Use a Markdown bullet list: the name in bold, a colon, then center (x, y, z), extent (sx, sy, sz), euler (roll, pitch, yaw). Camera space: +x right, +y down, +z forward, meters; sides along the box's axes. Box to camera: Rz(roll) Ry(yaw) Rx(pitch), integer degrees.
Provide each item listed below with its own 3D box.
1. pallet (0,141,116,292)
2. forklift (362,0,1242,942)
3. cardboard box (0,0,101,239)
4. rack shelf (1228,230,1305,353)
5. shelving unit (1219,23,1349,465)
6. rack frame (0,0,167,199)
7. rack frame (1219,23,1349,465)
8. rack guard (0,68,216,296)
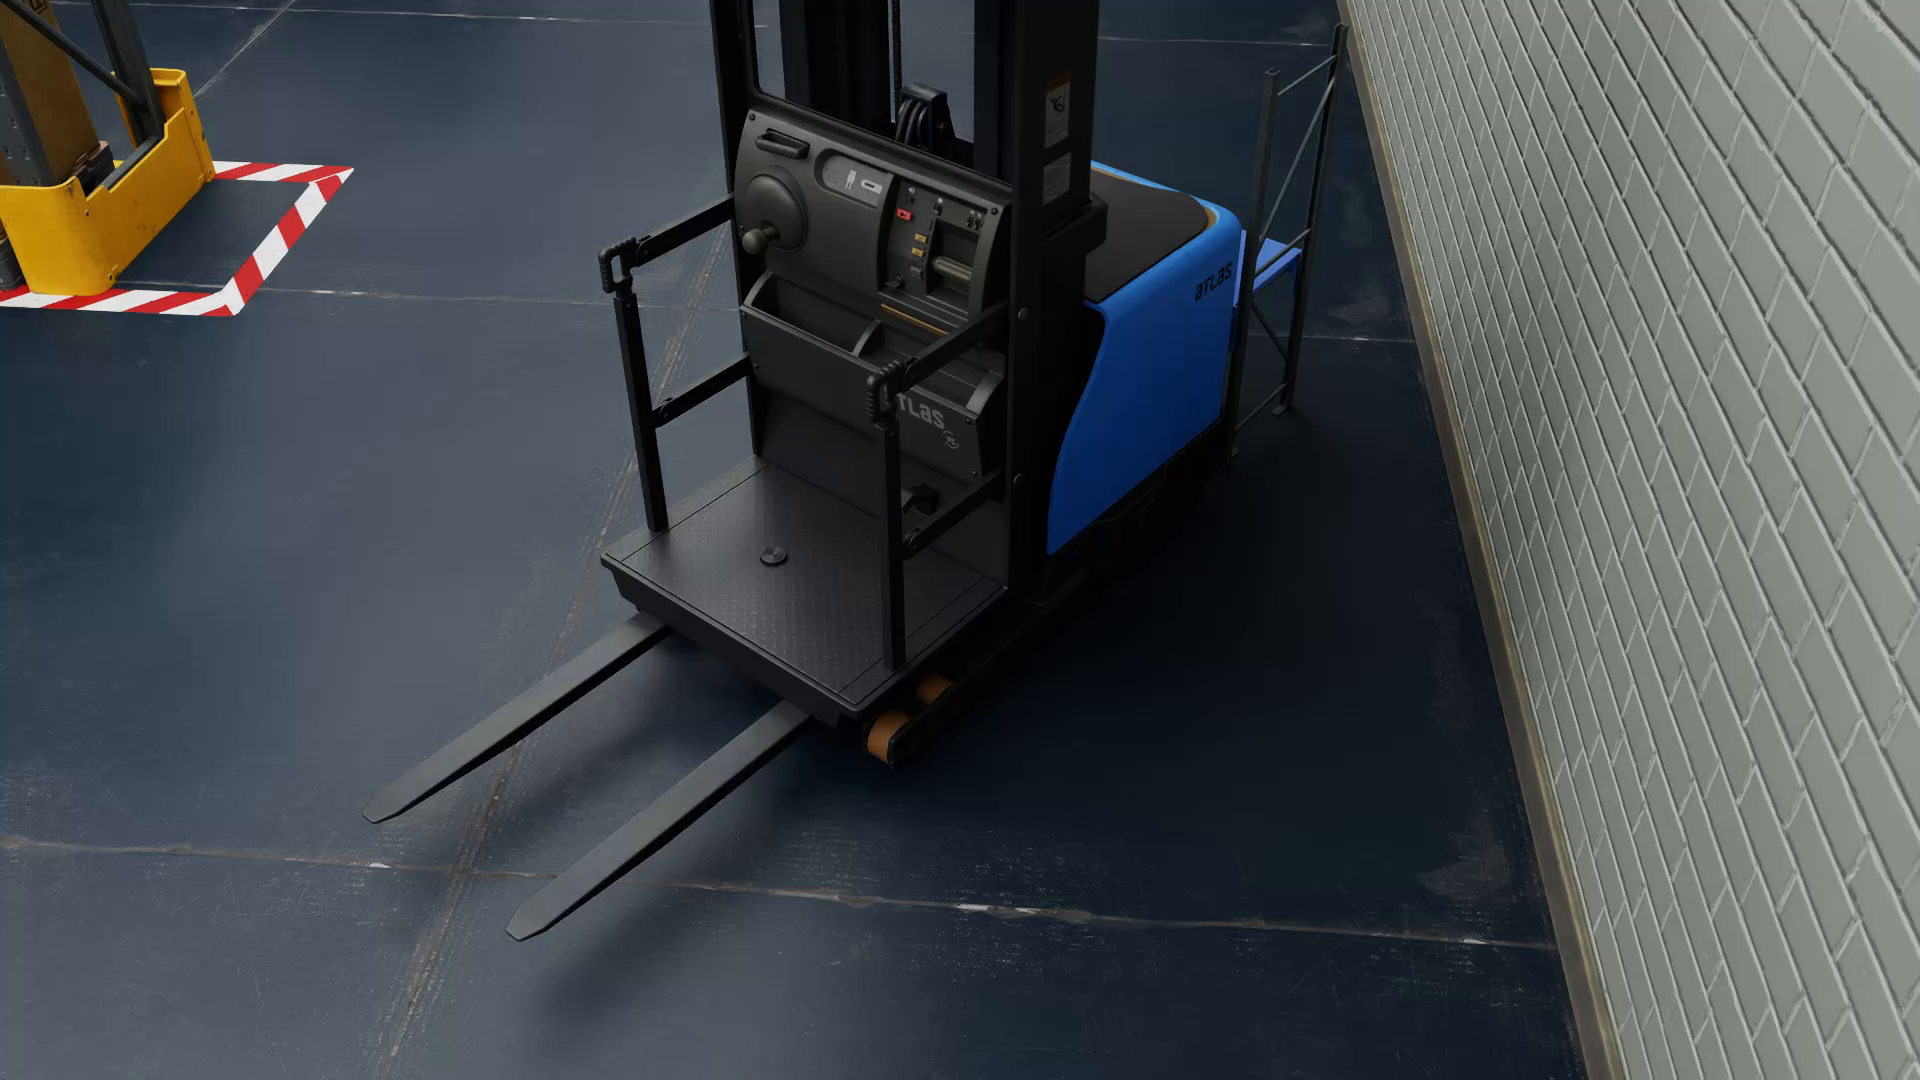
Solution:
- **pallet**: center (-4.565, -1.478, 7.399), extent (1.213, 0.211, 1.003), euler (3, 39, 4)
- **forklift**: center (-0.400, -0.830, 4.448), extent (1.130, 2.935, 3.031), euler (27, 47, 30)
- **cardboard box**: center (-4.406, -1.889, 7.045), extent (0.875, 0.875, 0.875), euler (3, 39, 4)
- **rack shelf**: center (0.708, -1.042, 6.127), extent (1.000, 0.185, 0.538), euler (26, 46, 28)
- **shelving unit**: center (0.708, -1.182, 6.014), extent (1.048, 1.500, 0.538), euler (26, 46, 28)
- **rack frame**: center (-3.761, -2.566, 6.526), extent (0.127, 3.000, 1.000), euler (3, 39, 4)
- **rack frame**: center (1.111, -0.987, 5.774), extent (0.032, 1.500, 0.500), euler (26, 46, 28)
- **rack guard**: center (-3.737, -1.595, 7.313), extent (0.348, 0.500, 1.175), euler (3, 39, 4)
